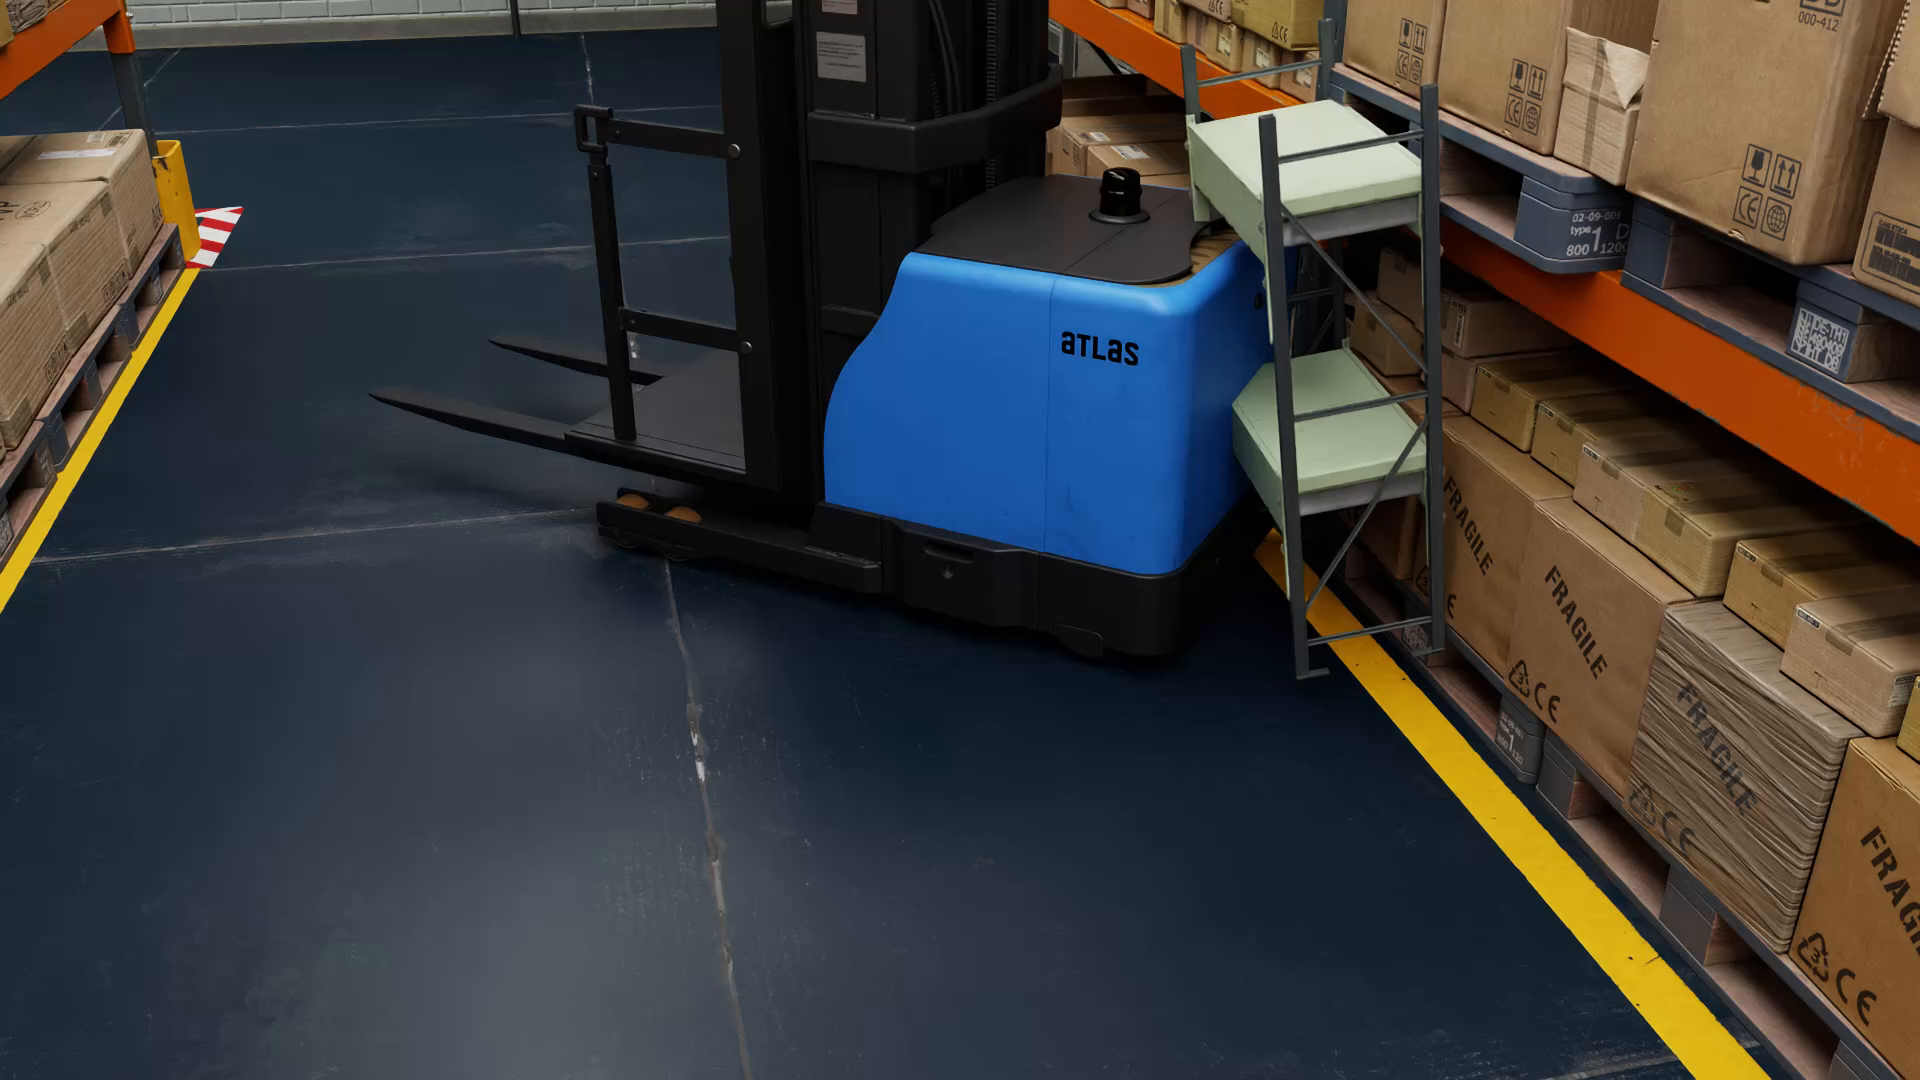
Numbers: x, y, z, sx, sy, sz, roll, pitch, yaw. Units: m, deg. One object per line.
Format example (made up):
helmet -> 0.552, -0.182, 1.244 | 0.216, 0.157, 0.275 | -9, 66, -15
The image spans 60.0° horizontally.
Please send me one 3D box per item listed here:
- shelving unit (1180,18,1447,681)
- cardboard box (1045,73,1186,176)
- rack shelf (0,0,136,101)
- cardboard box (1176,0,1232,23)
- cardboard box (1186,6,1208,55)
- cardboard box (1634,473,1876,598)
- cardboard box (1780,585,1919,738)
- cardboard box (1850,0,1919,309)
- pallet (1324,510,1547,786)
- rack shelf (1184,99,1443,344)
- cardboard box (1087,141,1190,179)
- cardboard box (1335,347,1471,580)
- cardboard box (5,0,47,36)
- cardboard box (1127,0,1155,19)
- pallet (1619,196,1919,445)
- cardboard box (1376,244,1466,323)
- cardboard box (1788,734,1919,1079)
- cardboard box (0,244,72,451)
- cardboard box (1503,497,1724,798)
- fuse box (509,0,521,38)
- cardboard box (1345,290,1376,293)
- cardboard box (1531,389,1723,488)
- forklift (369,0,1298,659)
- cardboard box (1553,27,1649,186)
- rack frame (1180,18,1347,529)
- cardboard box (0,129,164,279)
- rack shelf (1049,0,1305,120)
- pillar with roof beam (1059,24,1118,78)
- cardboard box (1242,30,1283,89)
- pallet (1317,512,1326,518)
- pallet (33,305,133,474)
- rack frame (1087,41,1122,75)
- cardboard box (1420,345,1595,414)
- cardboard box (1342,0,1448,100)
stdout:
shelving unit -> 0.923, -0.492, 4.339 | 0.431, 1.500, 0.755 | -11, 29, -2
cardboard box -> 0.651, -1.955, 8.100 | 0.797, 0.503, 0.637 | -7, 28, -14
rack shelf -> -3.779, -1.456, 5.603 | 1.077, 0.370, 4.000 | -6, 27, -12
cardboard box -> 1.027, -1.888, 5.497 | 0.500, 0.250, 0.500 | -6, 27, -11
cardboard box -> 0.994, -1.748, 5.664 | 0.380, 0.149, 0.250 | -5, 27, -10
cardboard box -> 1.683, -0.014, 3.538 | 0.380, 0.149, 0.250 | -5, 27, -10
cardboard box -> 1.778, 0.214, 3.085 | 0.380, 0.149, 0.250 | -7, 28, -14
cardboard box -> 1.860, -0.580, 2.489 | 0.797, 0.503, 0.637 | -7, 28, -13
pallet -> 1.727, 0.194, 4.632 | 1.003, 0.211, 1.213 | -6, 27, -12
rack shelf -> 0.864, -0.828, 4.150 | 0.431, 0.370, 0.720 | -11, 29, -2
cardboard box -> 0.827, -1.332, 6.869 | 0.500, 0.500, 0.500 | -5, 27, -11
cardboard box -> 1.396, -0.241, 4.706 | 0.500, 0.500, 0.500 | -5, 27, -9
cardboard box -> -3.640, -2.068, 5.907 | 0.500, 0.500, 0.500 | -5, 27, -10
cardboard box -> 0.858, -2.086, 6.333 | 0.380, 0.149, 0.250 | -6, 27, -12
pallet -> 1.965, -0.416, 2.958 | 1.003, 0.211, 1.213 | -6, 27, -12
cardboard box -> 1.387, -0.720, 4.606 | 0.380, 0.149, 0.250 | -6, 27, -12
cardboard box -> 1.880, 0.666, 2.910 | 0.500, 0.500, 0.500 | -5, 27, -9
cardboard box -> -3.568, -0.622, 5.531 | 0.875, 0.438, 0.875 | -7, 28, -13
cardboard box -> 1.634, 0.211, 3.810 | 0.500, 0.500, 0.500 | -7, 28, -13
fuse box -> -3.444, -4.702, 12.667 | 0.539, 1.711, 0.414 | -6, 27, -12
cardboard box -> 1.490, -0.824, 6.251 | 0.380, 0.149, 0.250 | -6, 27, -12
cardboard box -> 1.610, -0.237, 3.979 | 0.380, 0.149, 0.250 | -6, 27, -12
forklift -> -0.554, -1.438, 4.846 | 3.031, 2.935, 1.130 | 13, 30, 24
cardboard box -> 1.446, -0.883, 3.354 | 0.396, 0.266, 0.258 | -5, 27, -9
rack frame -> 0.880, -0.664, 4.659 | 0.400, 1.500, 0.023 | -11, 29, -2
cardboard box -> -3.984, -1.419, 7.110 | 0.875, 0.438, 0.875 | -7, 28, -13
rack shelf -> 1.056, -1.961, 6.605 | 1.077, 0.370, 4.000 | -6, 27, -12
pillar with roof beam -> -3.319, -6.677, 8.491 | 9.100, 9.000, 0.400 | -6, 27, -12
cardboard box -> 1.109, -1.519, 5.209 | 0.380, 0.149, 0.250 | -5, 27, -10
pallet -> 1.353, -0.461, 5.930 | 1.003, 0.211, 1.213 | -6, 27, -12
pallet -> -3.702, -0.532, 6.071 | 1.003, 0.211, 1.213 | -6, 27, -12
rack frame -> 0.605, -3.161, 8.183 | 1.000, 3.000, 0.127 | -6, 27, -12
cardboard box -> 1.466, -0.467, 4.435 | 0.380, 0.149, 0.250 | -7, 28, -13
cardboard box -> 1.398, -1.402, 4.121 | 0.700, 0.500, 0.500 | -5, 27, -10
